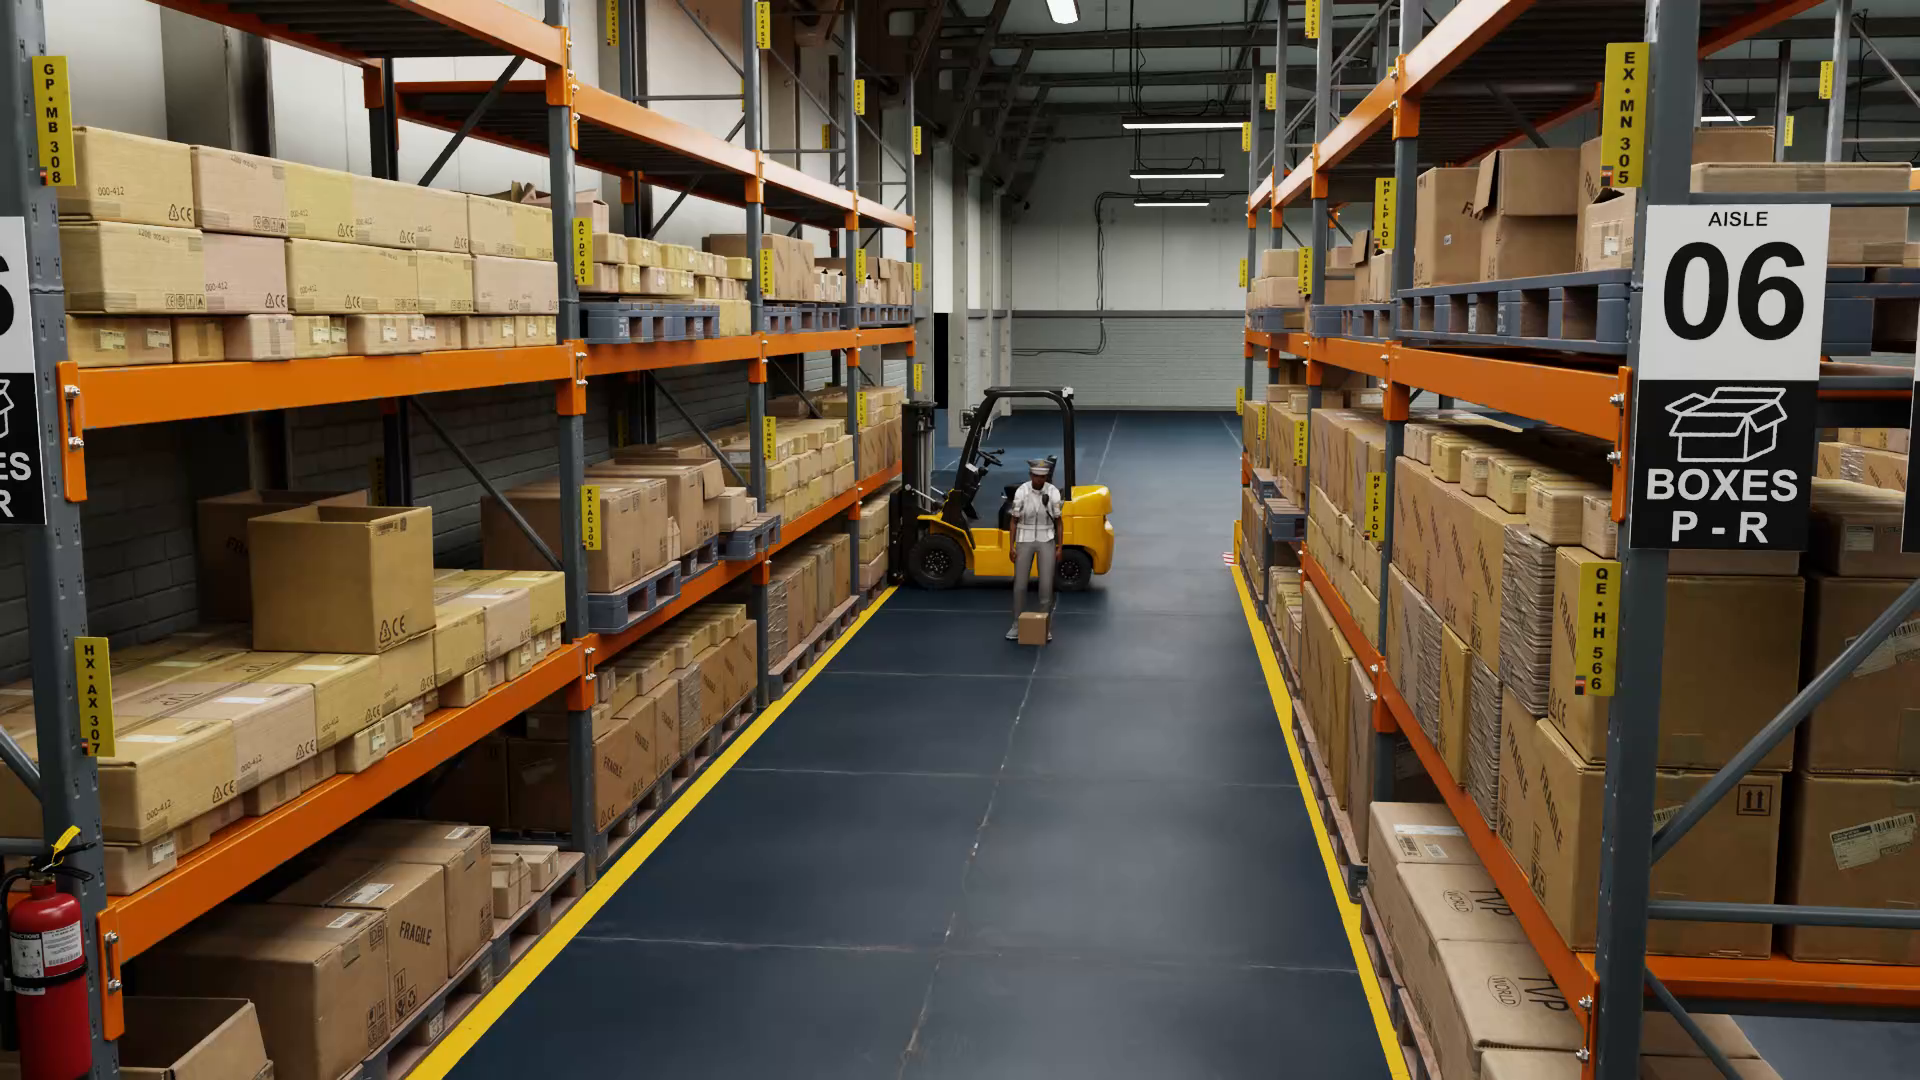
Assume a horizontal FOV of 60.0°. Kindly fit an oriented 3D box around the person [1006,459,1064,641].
[{"bbox_3d":[0.685,0.078,15.226,0.523,1.658,0.427,0,8,3],"label":"person"}]
